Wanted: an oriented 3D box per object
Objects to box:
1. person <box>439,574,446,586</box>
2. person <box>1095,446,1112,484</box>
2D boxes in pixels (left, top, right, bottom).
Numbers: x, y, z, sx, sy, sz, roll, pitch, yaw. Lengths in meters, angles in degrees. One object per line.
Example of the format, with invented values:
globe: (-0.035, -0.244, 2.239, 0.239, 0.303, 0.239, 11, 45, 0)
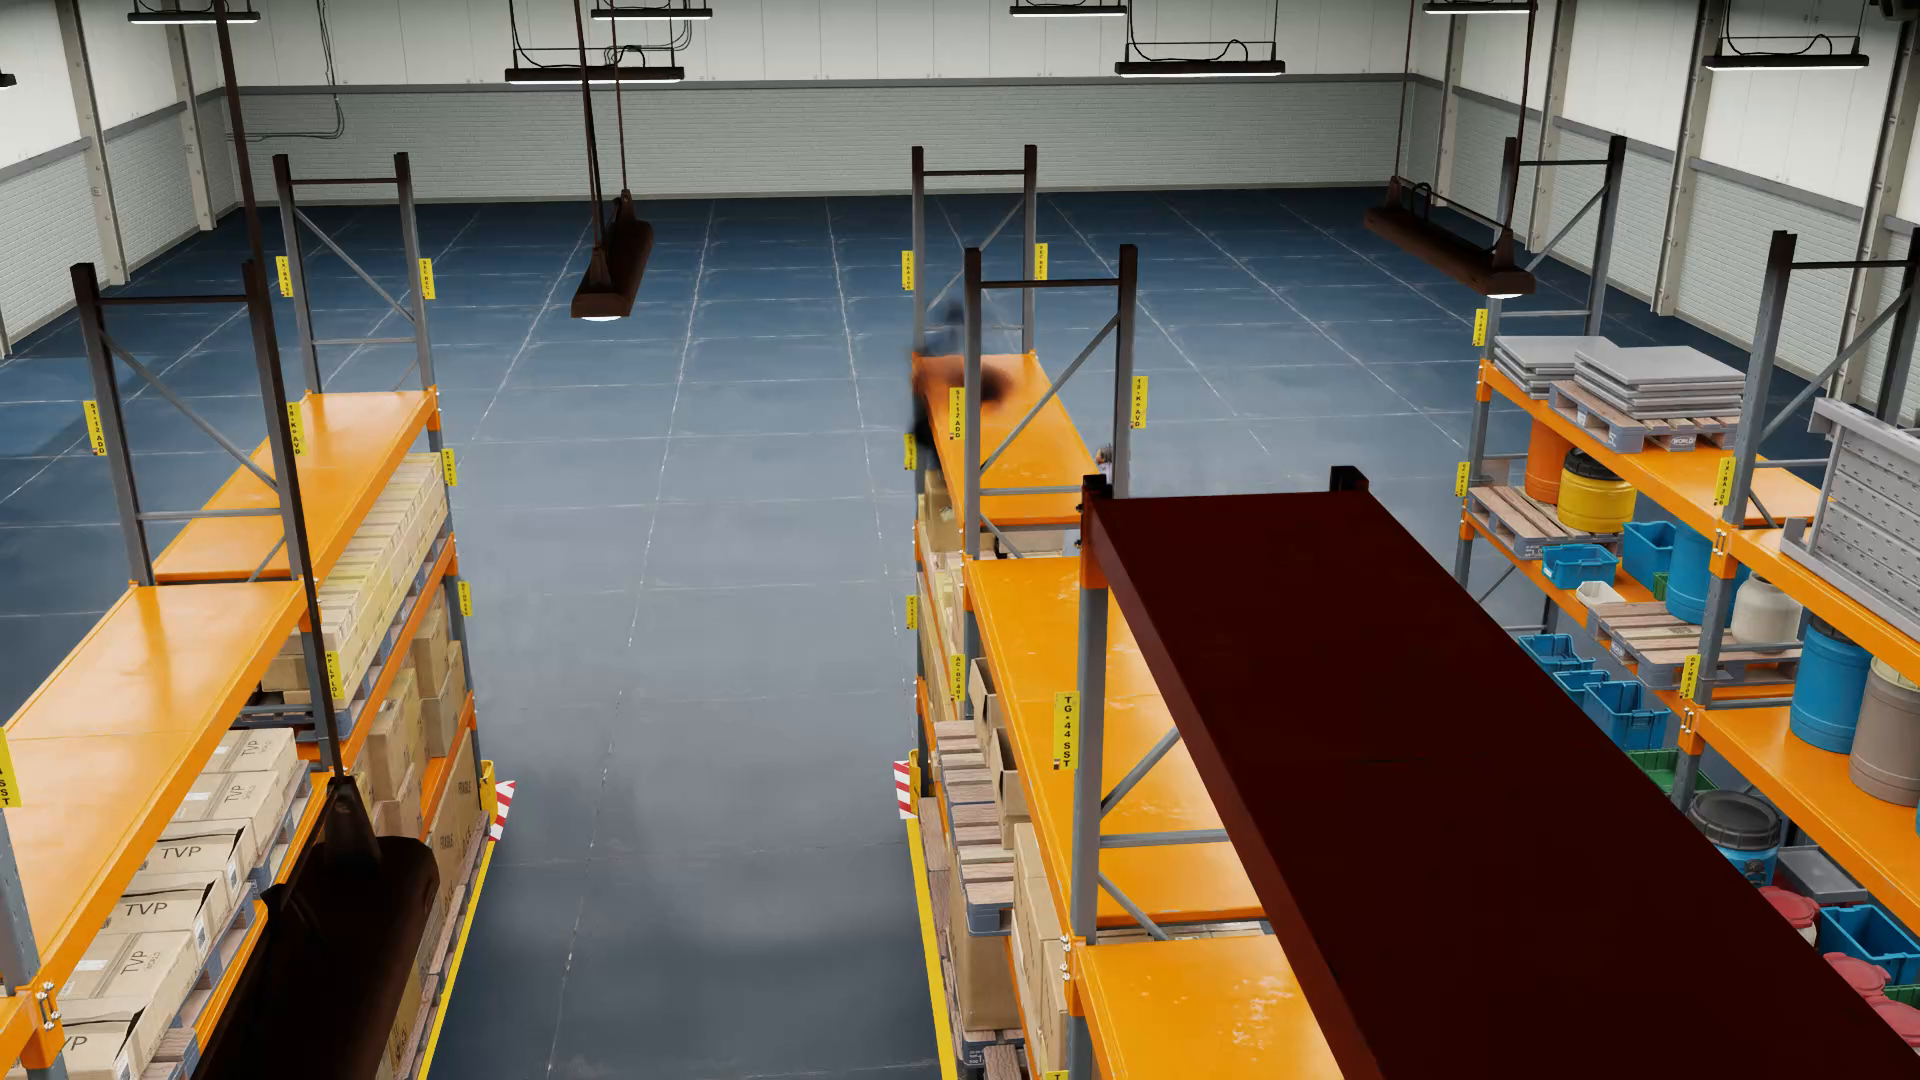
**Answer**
person: (-5.712, 0.743, 17.279, 0.968, 1.801, 0.693, 19, 28, 39)
person: (1.804, -0.377, 20.415, 0.598, 1.618, 0.614, 7, 23, 17)
